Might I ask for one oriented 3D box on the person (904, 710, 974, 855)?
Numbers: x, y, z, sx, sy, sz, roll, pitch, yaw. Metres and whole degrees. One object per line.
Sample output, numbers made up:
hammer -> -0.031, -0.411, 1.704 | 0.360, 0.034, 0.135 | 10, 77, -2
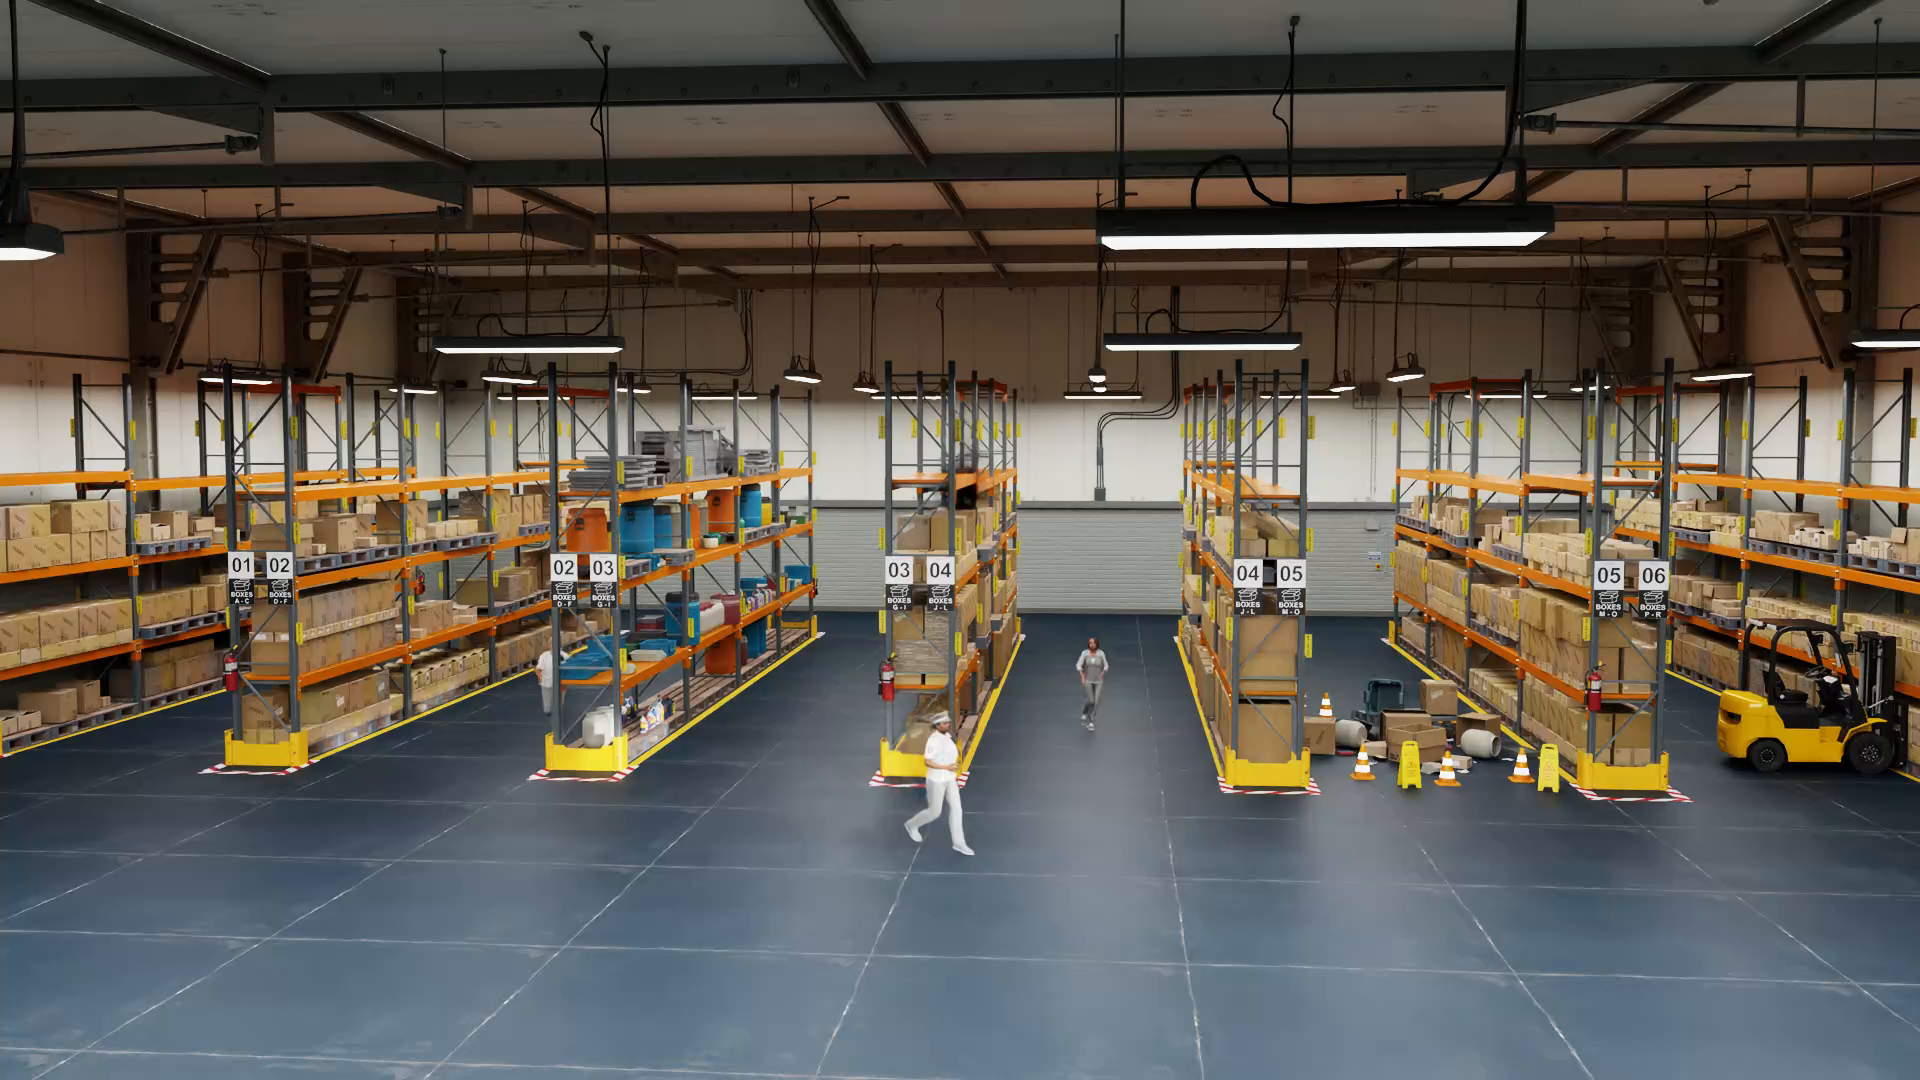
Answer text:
person -> -0.244, 2.852, 19.706 | 0.931, 1.698, 0.585 | 3, 5, 35

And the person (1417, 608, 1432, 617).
person -> 11.326, 1.494, 40.412 | 0.781, 1.693, 0.787 | -3, 5, -39

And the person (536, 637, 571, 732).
person -> -6.636, 2.402, 27.228 | 0.607, 1.650, 0.779 | 0, 4, -5

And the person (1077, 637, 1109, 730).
person -> 2.219, 2.393, 27.694 | 0.523, 1.568, 0.549 | 0, 4, -3
